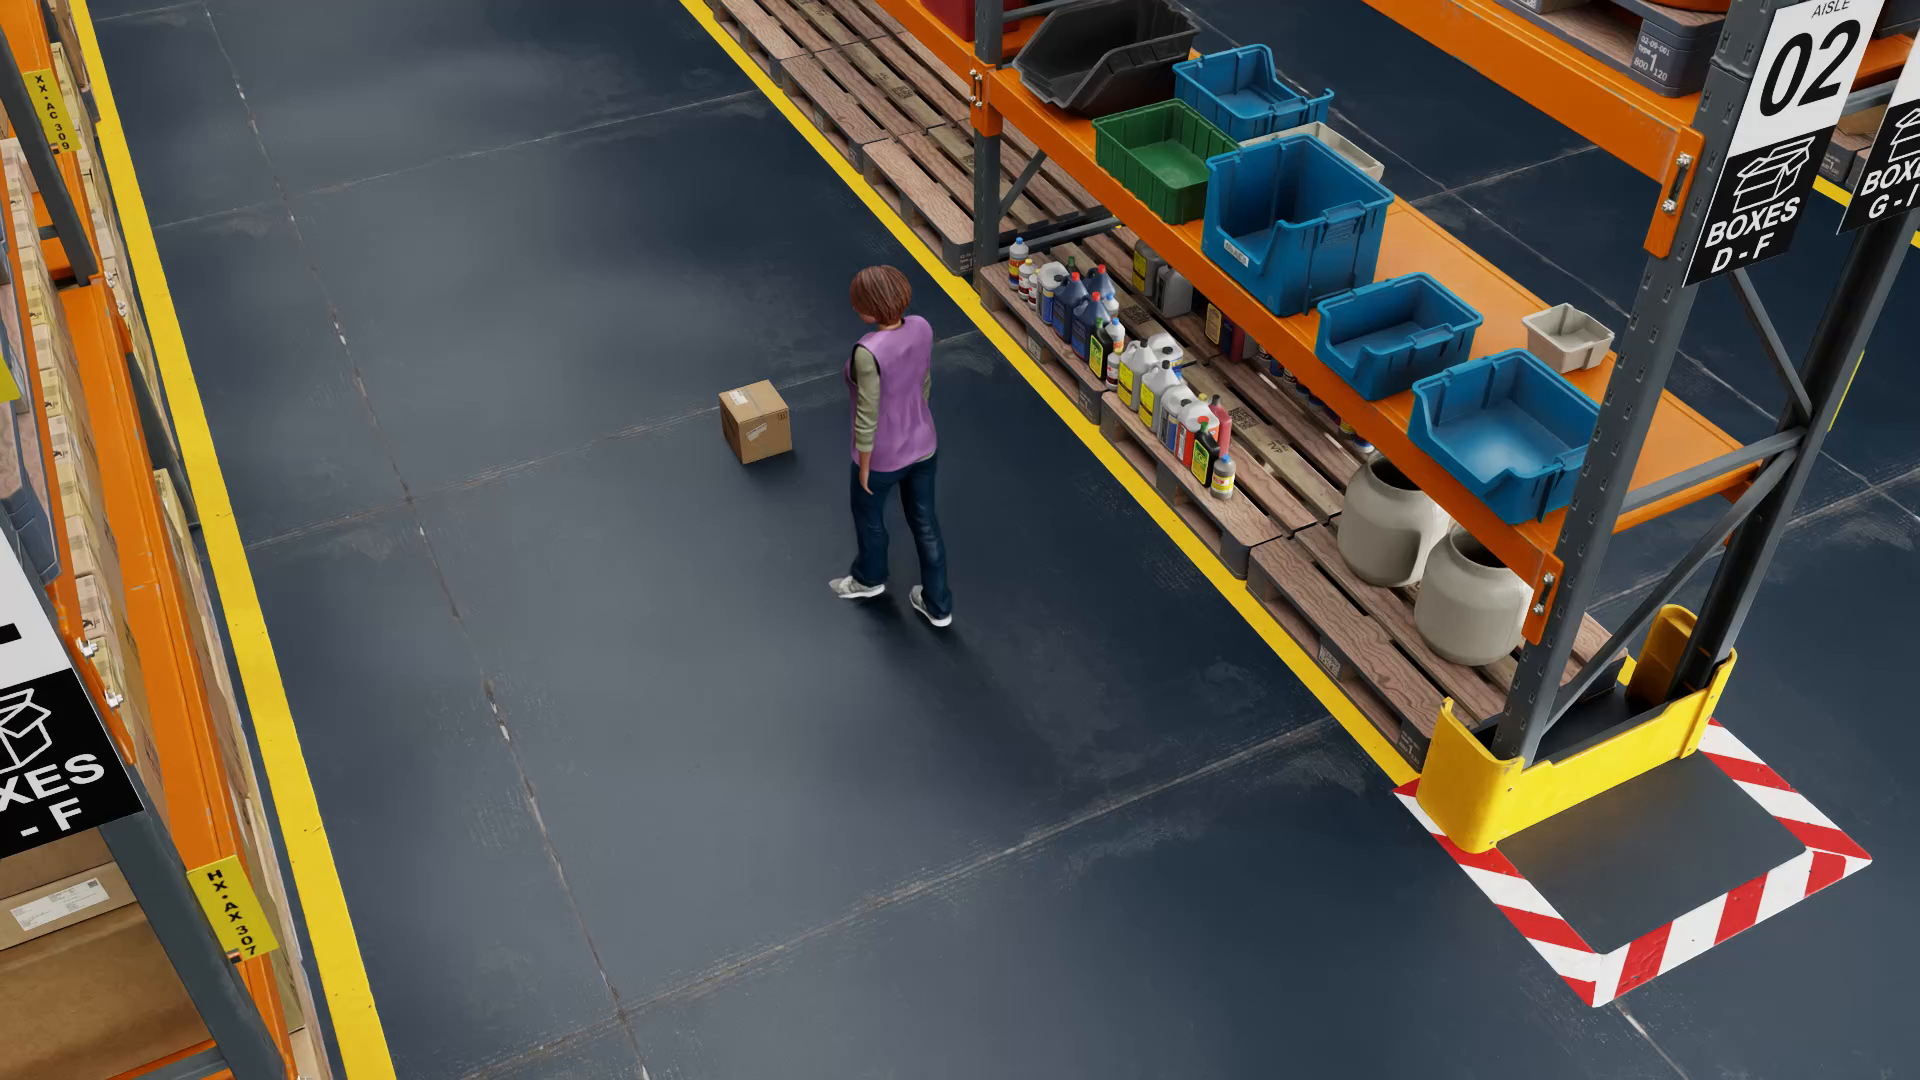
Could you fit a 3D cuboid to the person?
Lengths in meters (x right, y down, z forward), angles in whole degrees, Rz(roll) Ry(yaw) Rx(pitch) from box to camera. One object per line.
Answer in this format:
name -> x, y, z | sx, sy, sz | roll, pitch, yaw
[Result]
person -> -0.236, -0.327, 6.546 | 0.431, 1.625, 0.592 | -30, 50, -29
